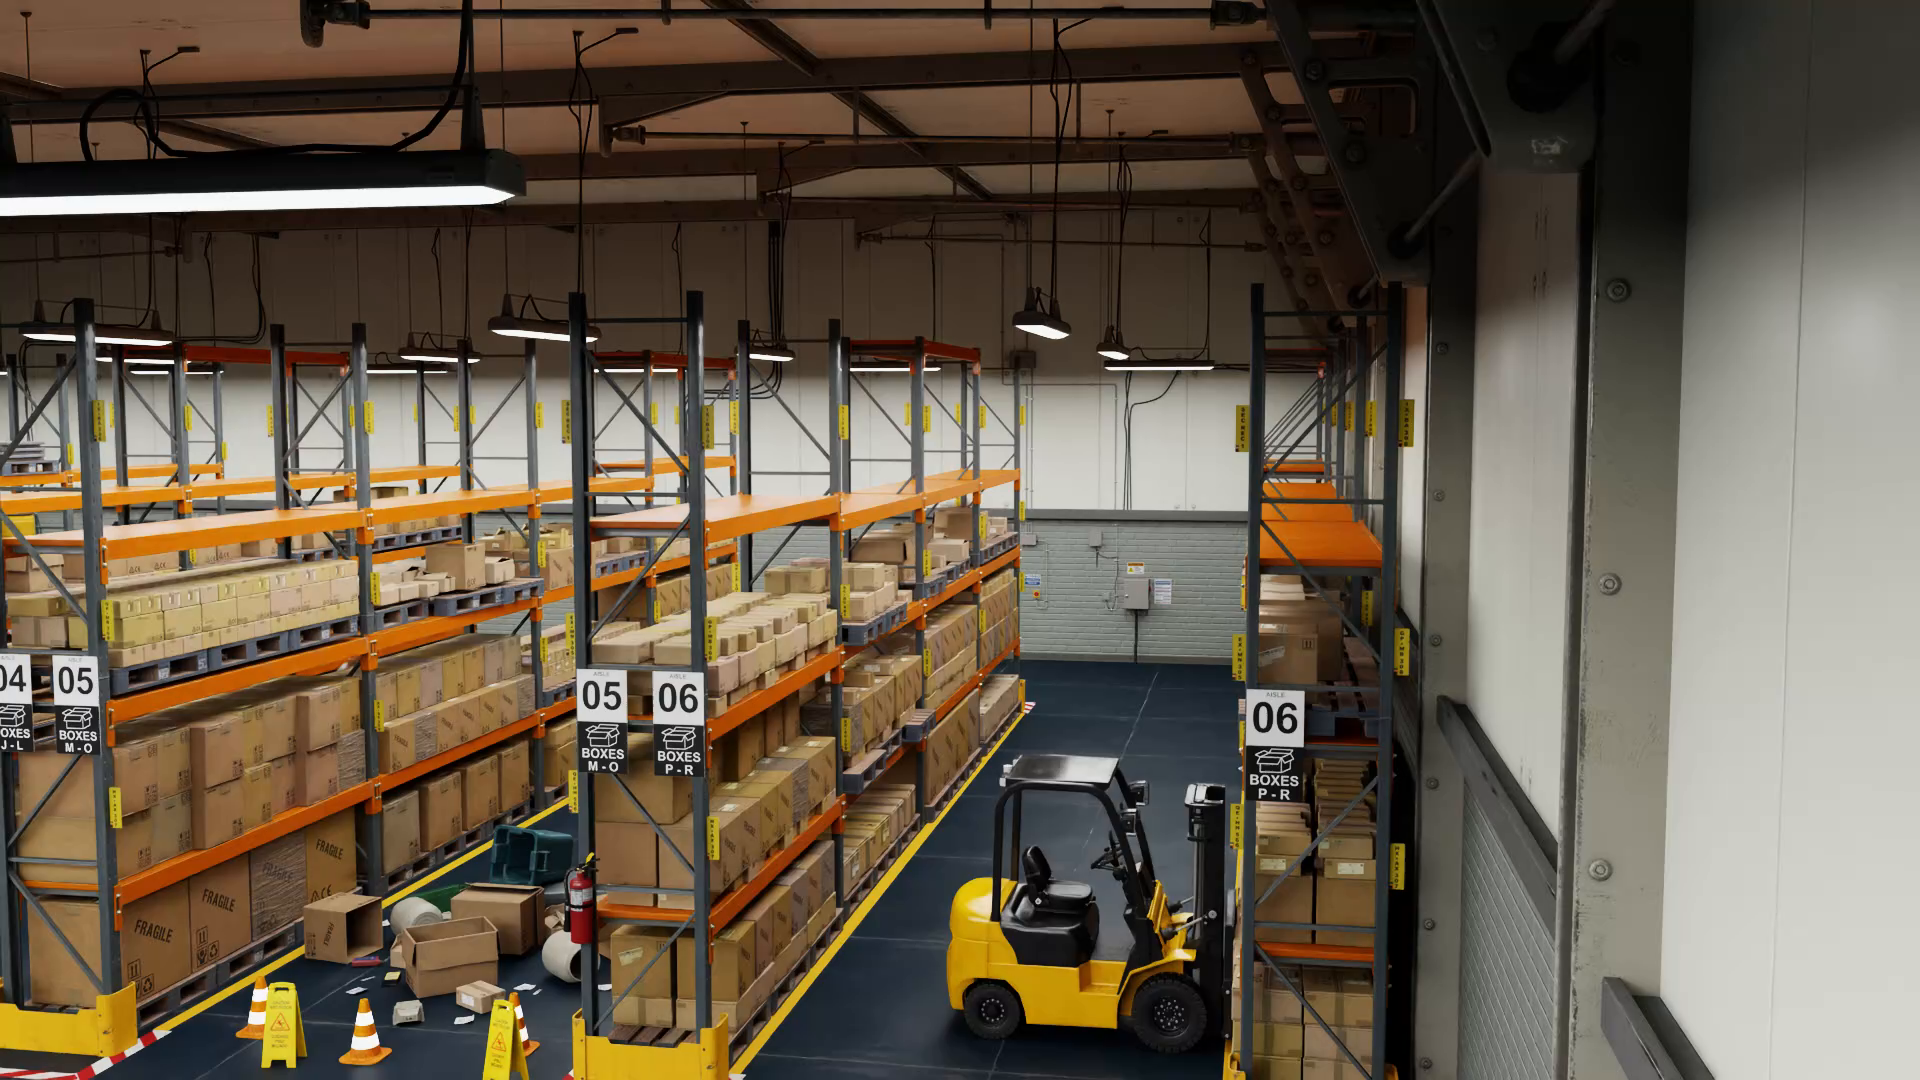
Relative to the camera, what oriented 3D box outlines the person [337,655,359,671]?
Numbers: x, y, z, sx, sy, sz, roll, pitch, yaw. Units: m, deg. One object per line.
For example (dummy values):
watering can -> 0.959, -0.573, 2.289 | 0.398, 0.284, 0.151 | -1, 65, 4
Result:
person -> -8.700, 2.359, 24.029 | 0.622, 1.762, 0.703 | 0, 5, -2
